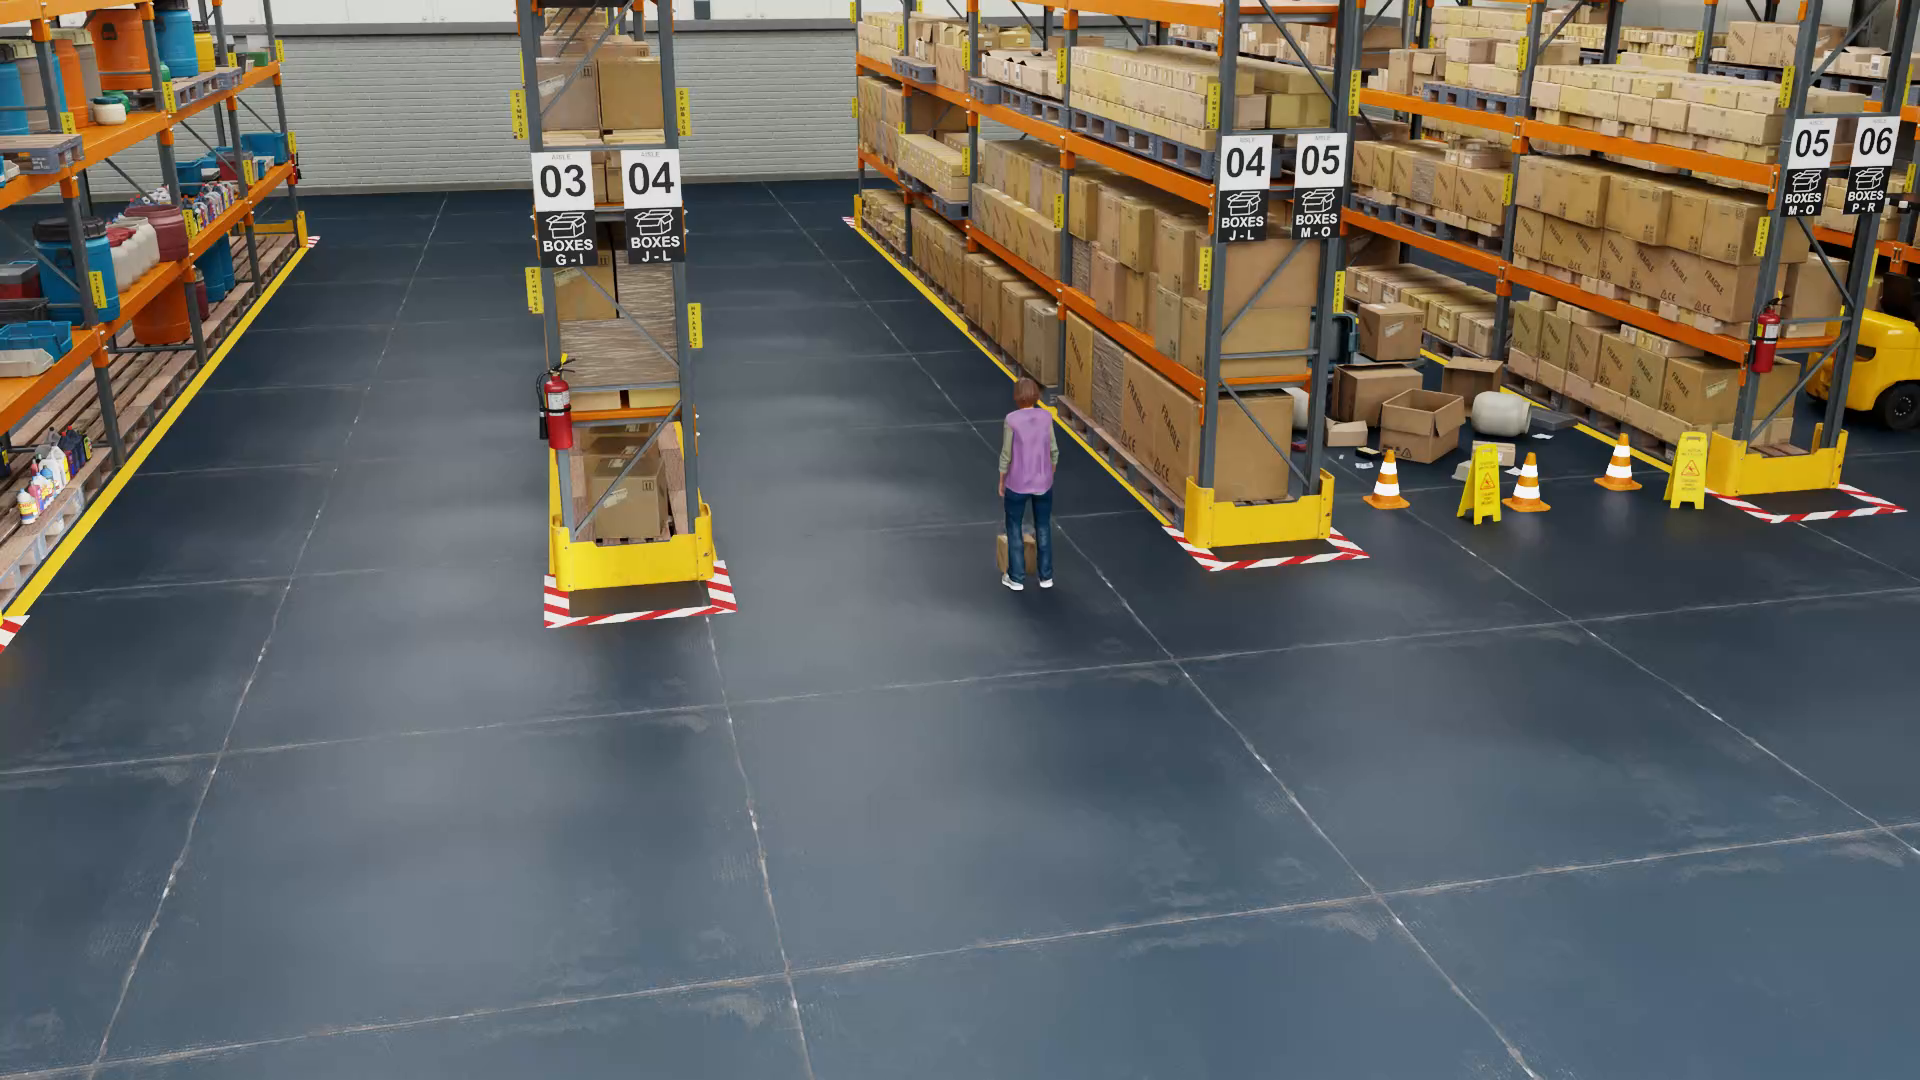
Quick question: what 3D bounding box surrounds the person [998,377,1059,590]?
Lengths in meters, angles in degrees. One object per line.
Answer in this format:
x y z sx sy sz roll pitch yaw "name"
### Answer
0.498 -0.402 12.195 0.459 1.594 0.343 -5 21 -14 "person"
